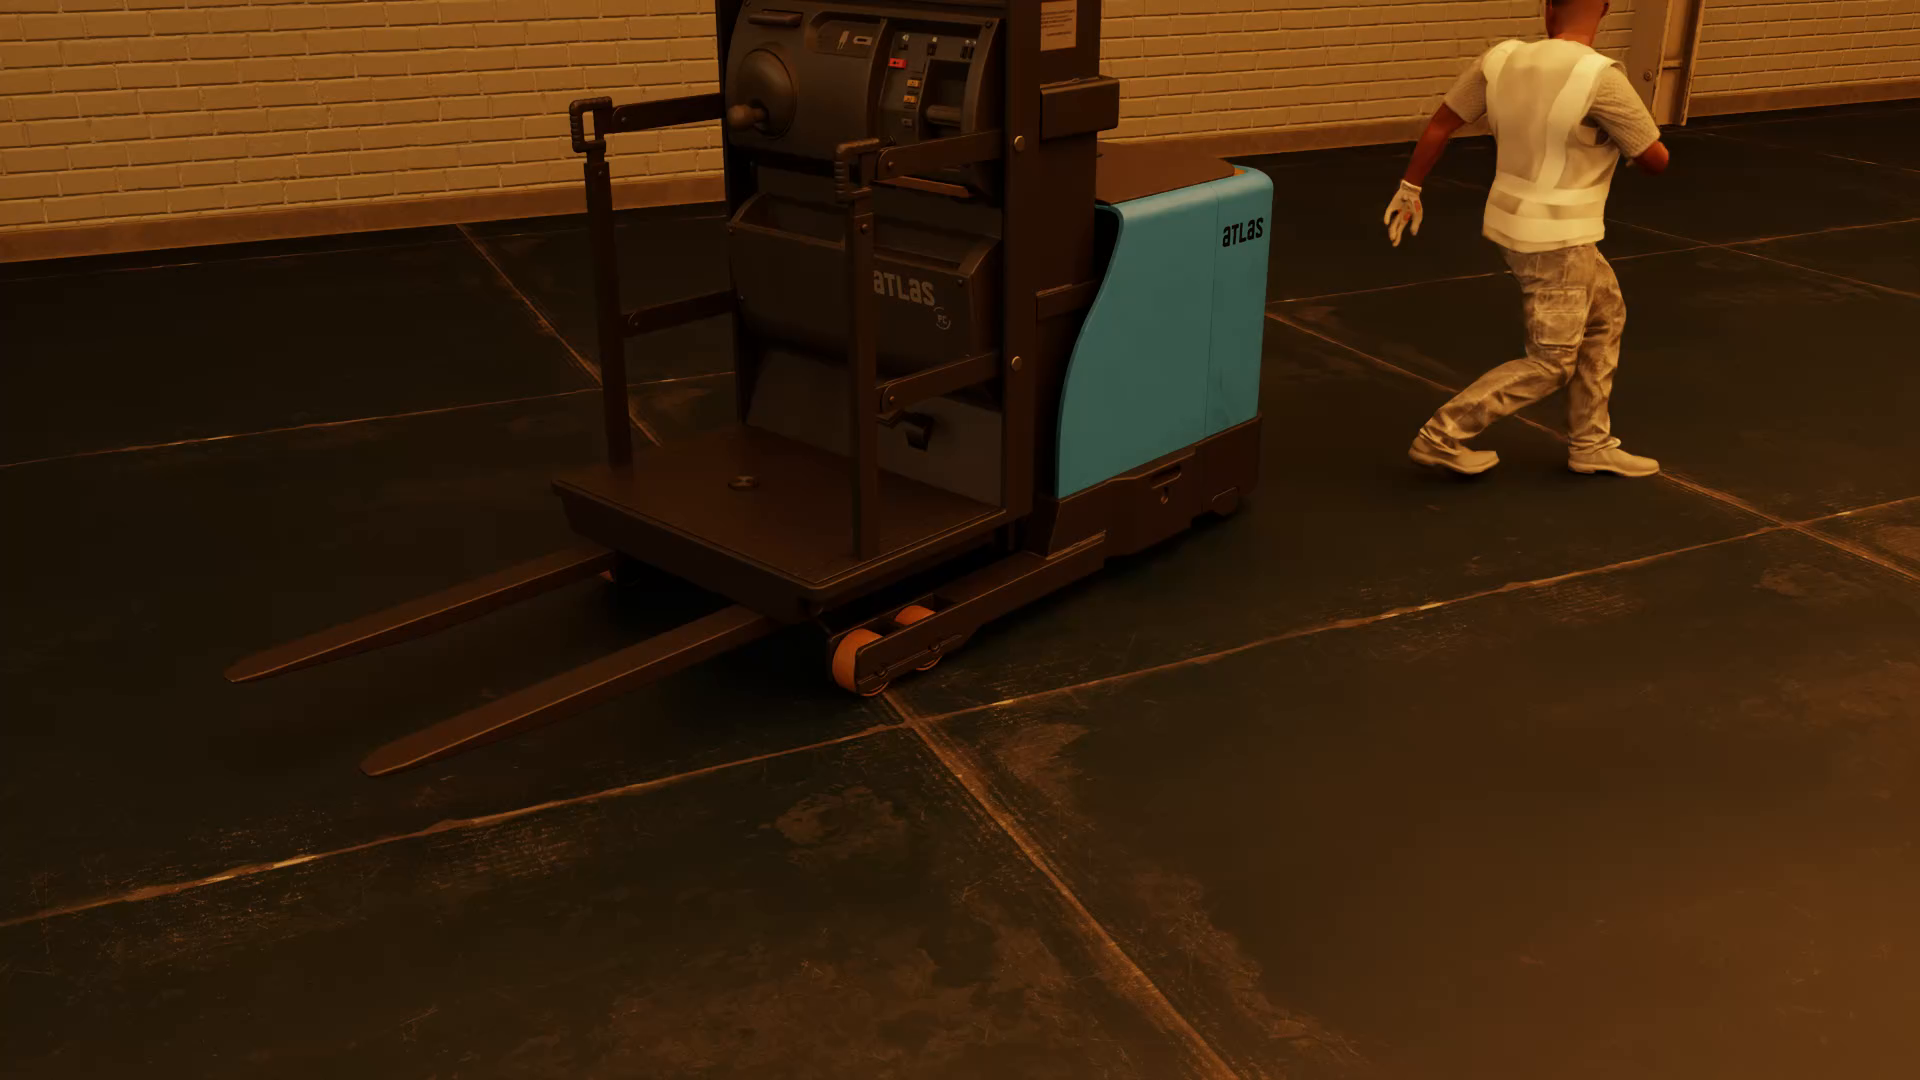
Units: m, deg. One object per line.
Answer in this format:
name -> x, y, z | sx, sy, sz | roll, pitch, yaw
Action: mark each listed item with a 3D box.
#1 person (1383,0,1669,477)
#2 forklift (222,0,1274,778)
person -> 1.898, -1.008, 5.359 | 0.962, 1.692, 0.576 | -2, 23, -6
forklift -> -0.413, -1.182, 4.131 | 1.130, 2.935, 3.031 | 19, 29, 39
